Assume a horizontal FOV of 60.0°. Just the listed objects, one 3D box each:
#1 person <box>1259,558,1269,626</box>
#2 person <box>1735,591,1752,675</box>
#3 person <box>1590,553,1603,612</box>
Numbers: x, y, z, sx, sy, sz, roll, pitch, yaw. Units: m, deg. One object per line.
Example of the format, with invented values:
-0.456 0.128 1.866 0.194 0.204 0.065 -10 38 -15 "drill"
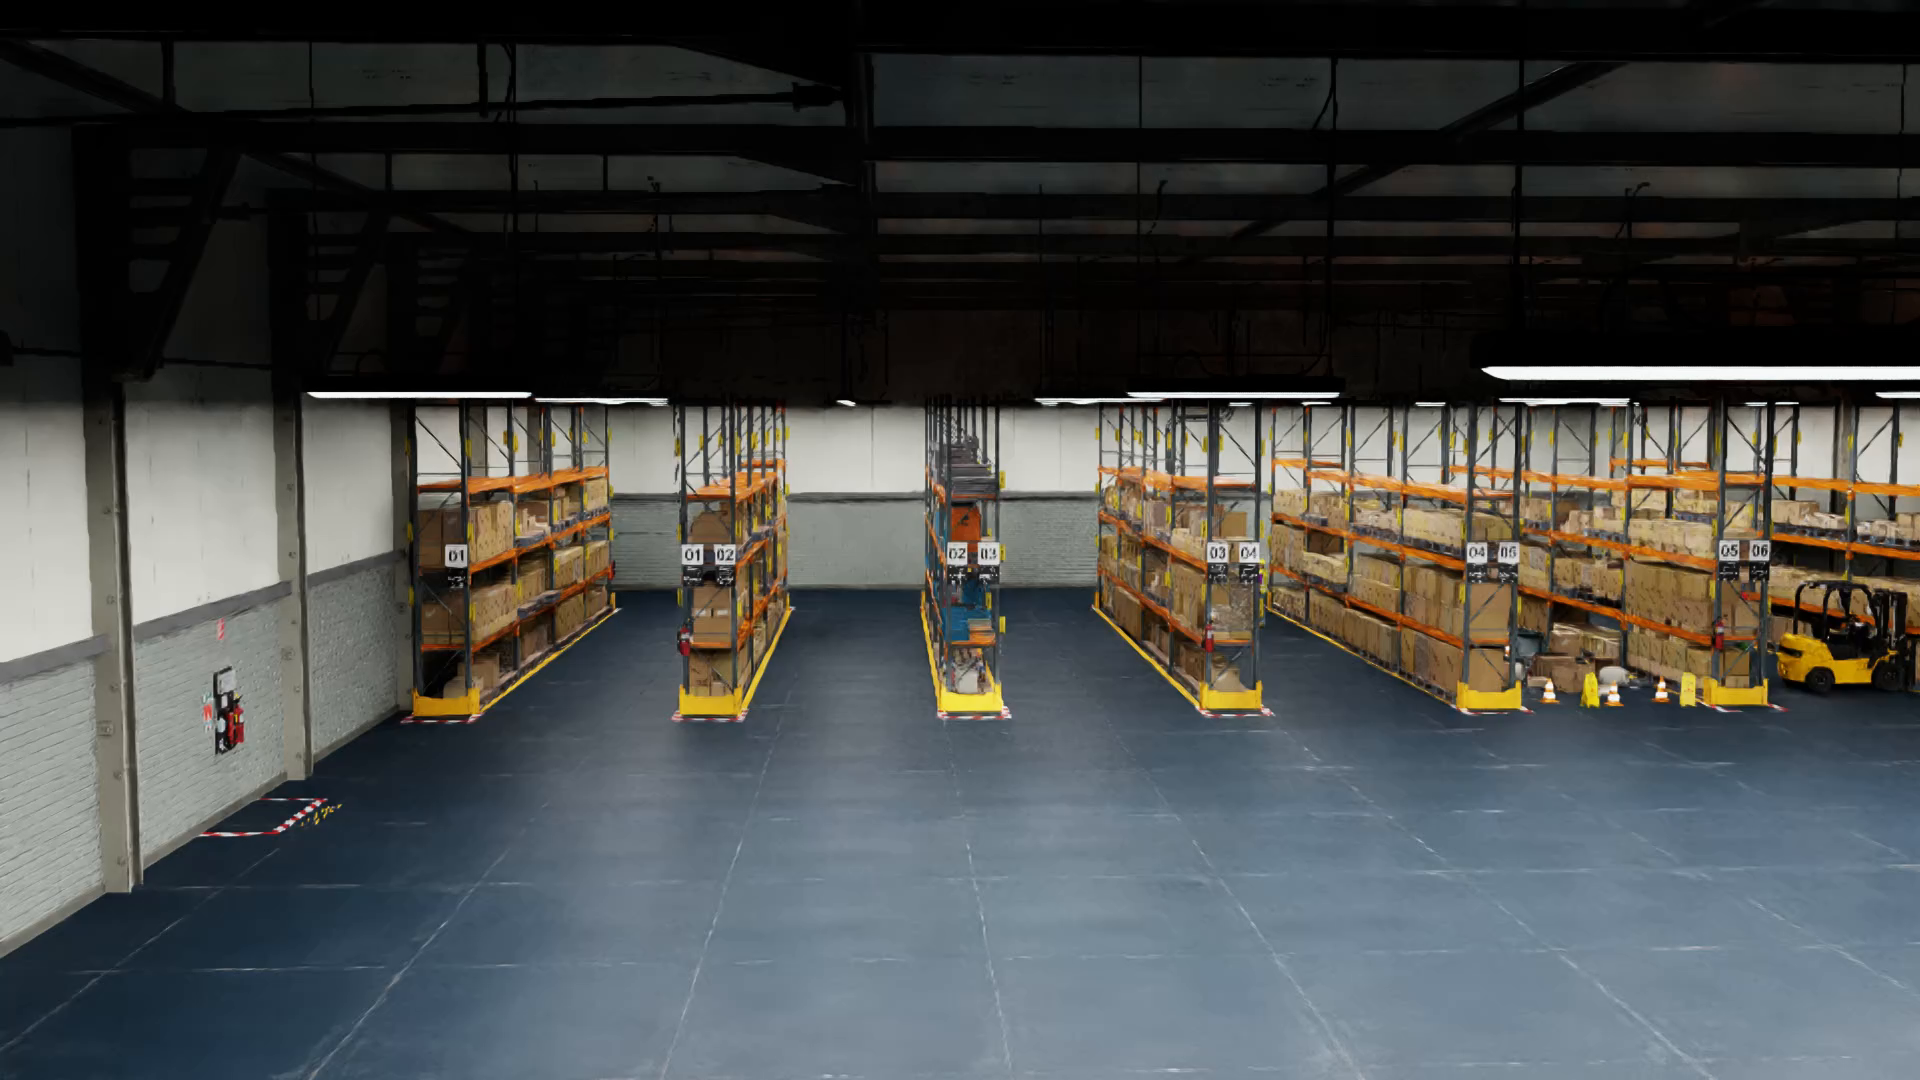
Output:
7.880 1.362 43.861 0.497 1.765 0.625 2 5 28 "person"
16.767 1.988 35.788 0.577 1.785 0.655 2 5 28 "person"
17.852 1.209 46.559 0.486 1.666 0.642 0 5 3 "person"
